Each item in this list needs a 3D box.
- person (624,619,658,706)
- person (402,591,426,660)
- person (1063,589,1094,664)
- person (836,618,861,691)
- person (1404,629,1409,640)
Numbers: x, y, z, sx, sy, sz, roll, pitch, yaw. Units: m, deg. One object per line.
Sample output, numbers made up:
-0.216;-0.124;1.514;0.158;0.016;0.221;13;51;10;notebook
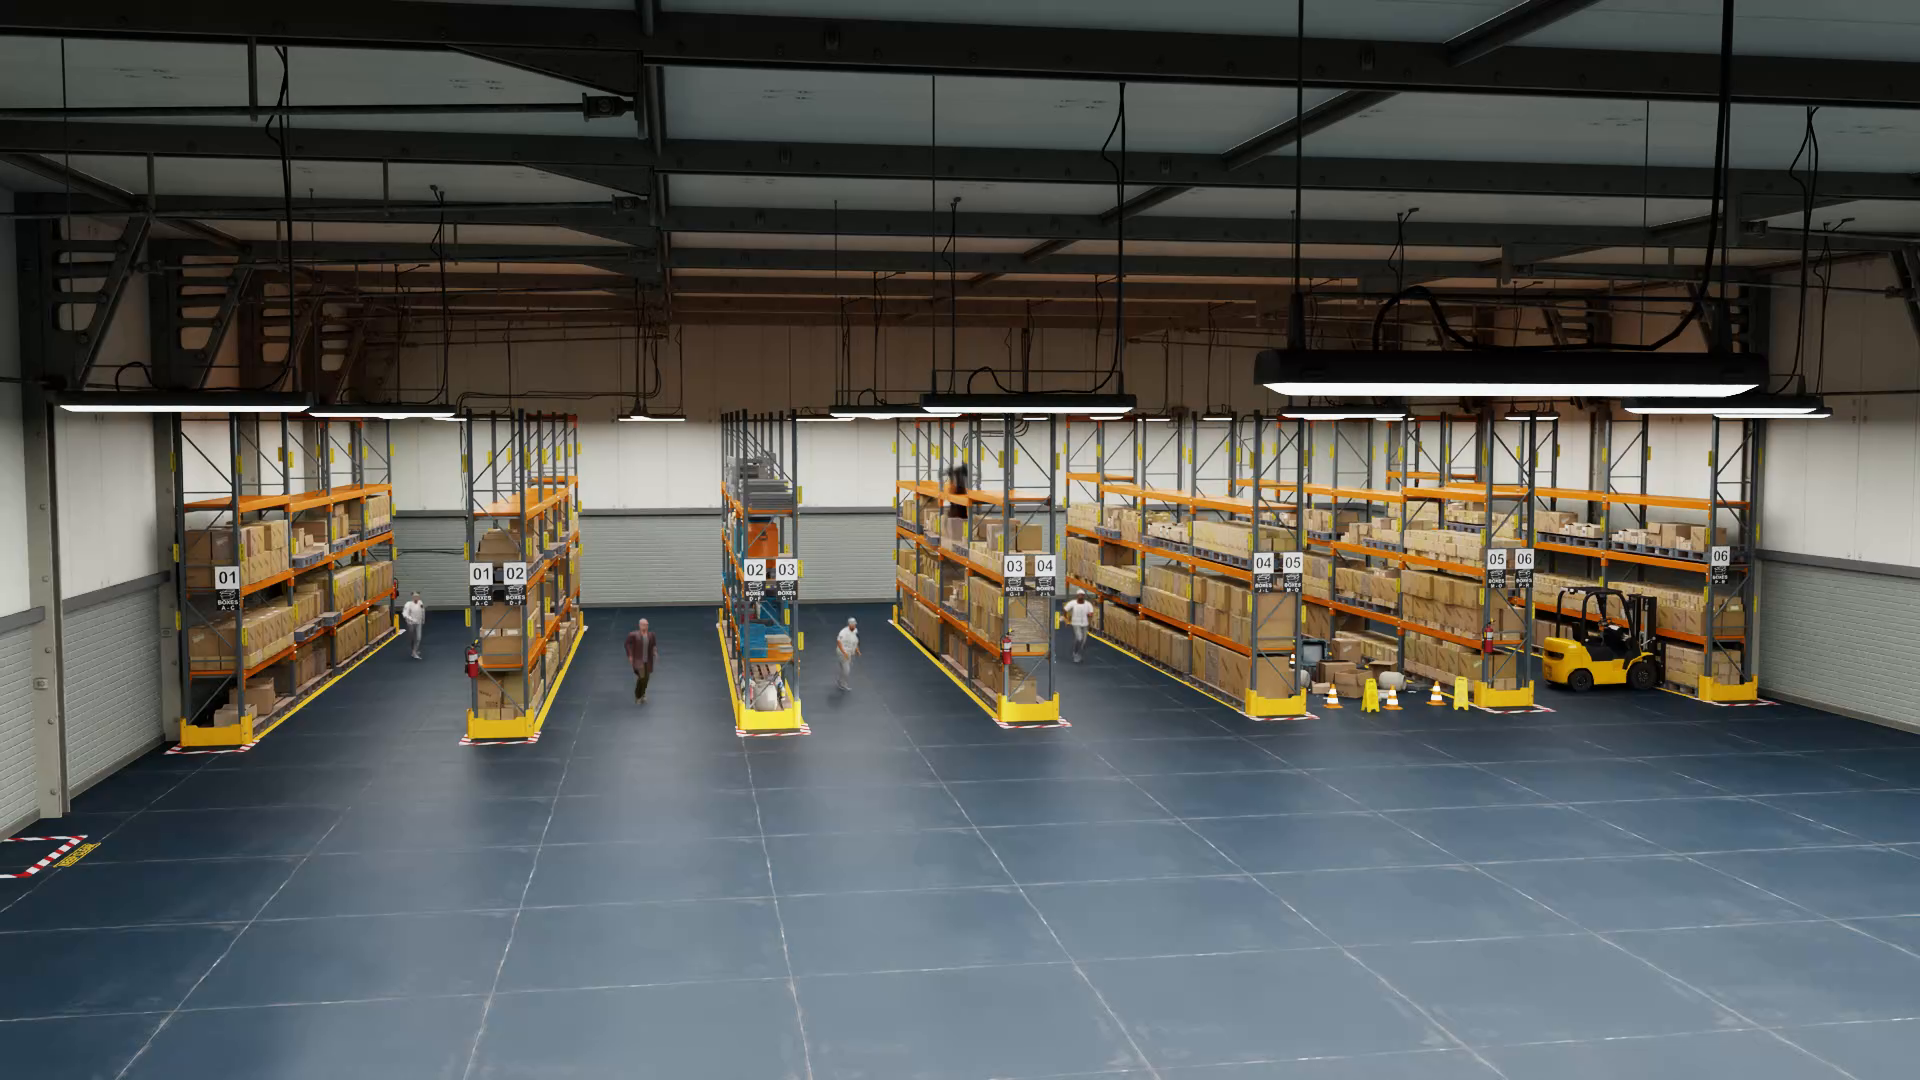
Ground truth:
-6.463;2.510;33.871;0.626;1.825;0.836;-3;5;-36;person
-13.368;2.062;40.706;0.595;1.666;0.789;-2;5;-30;person
2.877;2.070;39.812;0.670;1.785;0.726;-1;4;-17;person
-2.455;2.451;35.763;0.814;1.613;0.625;3;5;38;person
11.919;1.886;43.342;0.575;1.664;0.915;-2;4;-25;person
